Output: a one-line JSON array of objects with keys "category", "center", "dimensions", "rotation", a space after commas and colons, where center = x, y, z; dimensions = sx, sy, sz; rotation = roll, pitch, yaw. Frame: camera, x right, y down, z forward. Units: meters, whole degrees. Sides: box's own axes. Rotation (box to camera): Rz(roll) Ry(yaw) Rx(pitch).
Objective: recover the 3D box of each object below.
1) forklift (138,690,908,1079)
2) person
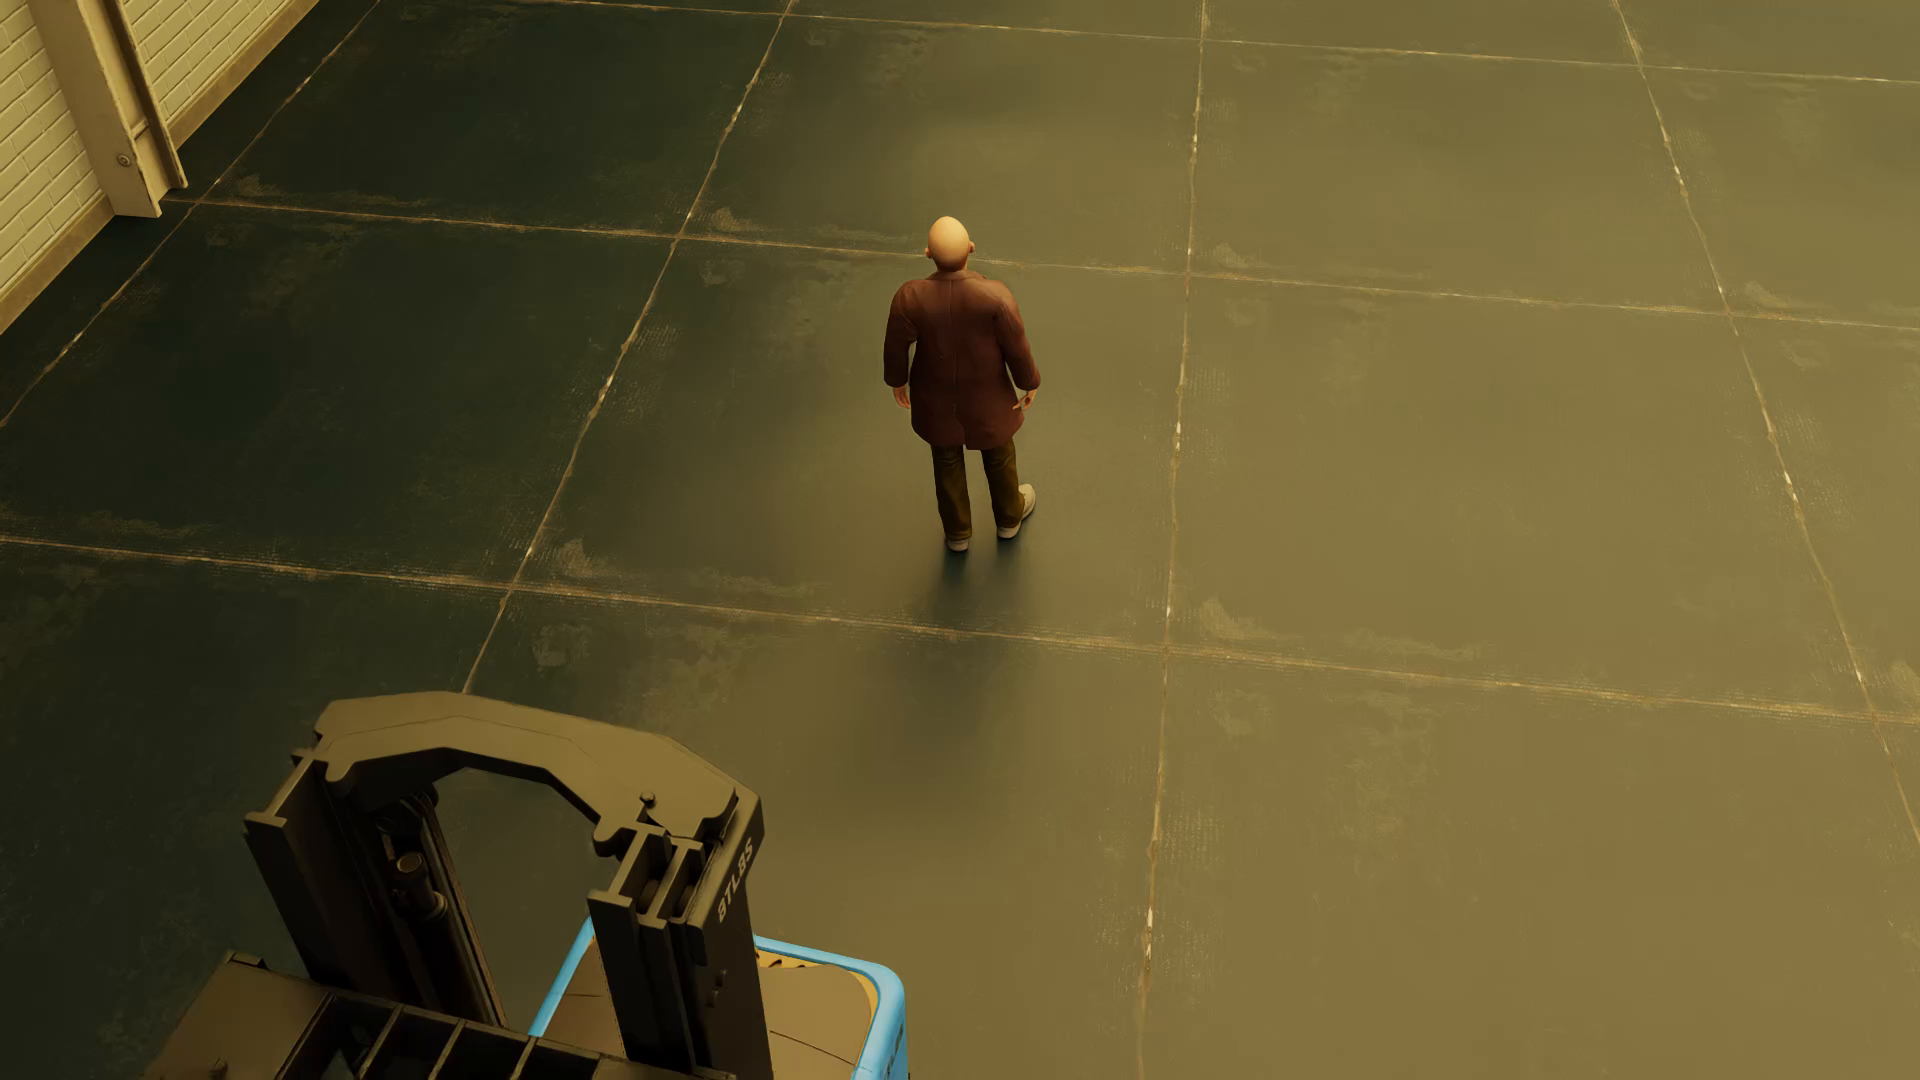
[{"category": "forklift", "center": [-1.019, 1.866, 3.693], "dimensions": [1.130, 2.935, 3.031], "rotation": [10, 44, 11]}, {"category": "person", "center": [0.017, -0.720, 7.350], "dimensions": [0.696, 1.776, 0.582], "rotation": [5, 43, 6]}]
